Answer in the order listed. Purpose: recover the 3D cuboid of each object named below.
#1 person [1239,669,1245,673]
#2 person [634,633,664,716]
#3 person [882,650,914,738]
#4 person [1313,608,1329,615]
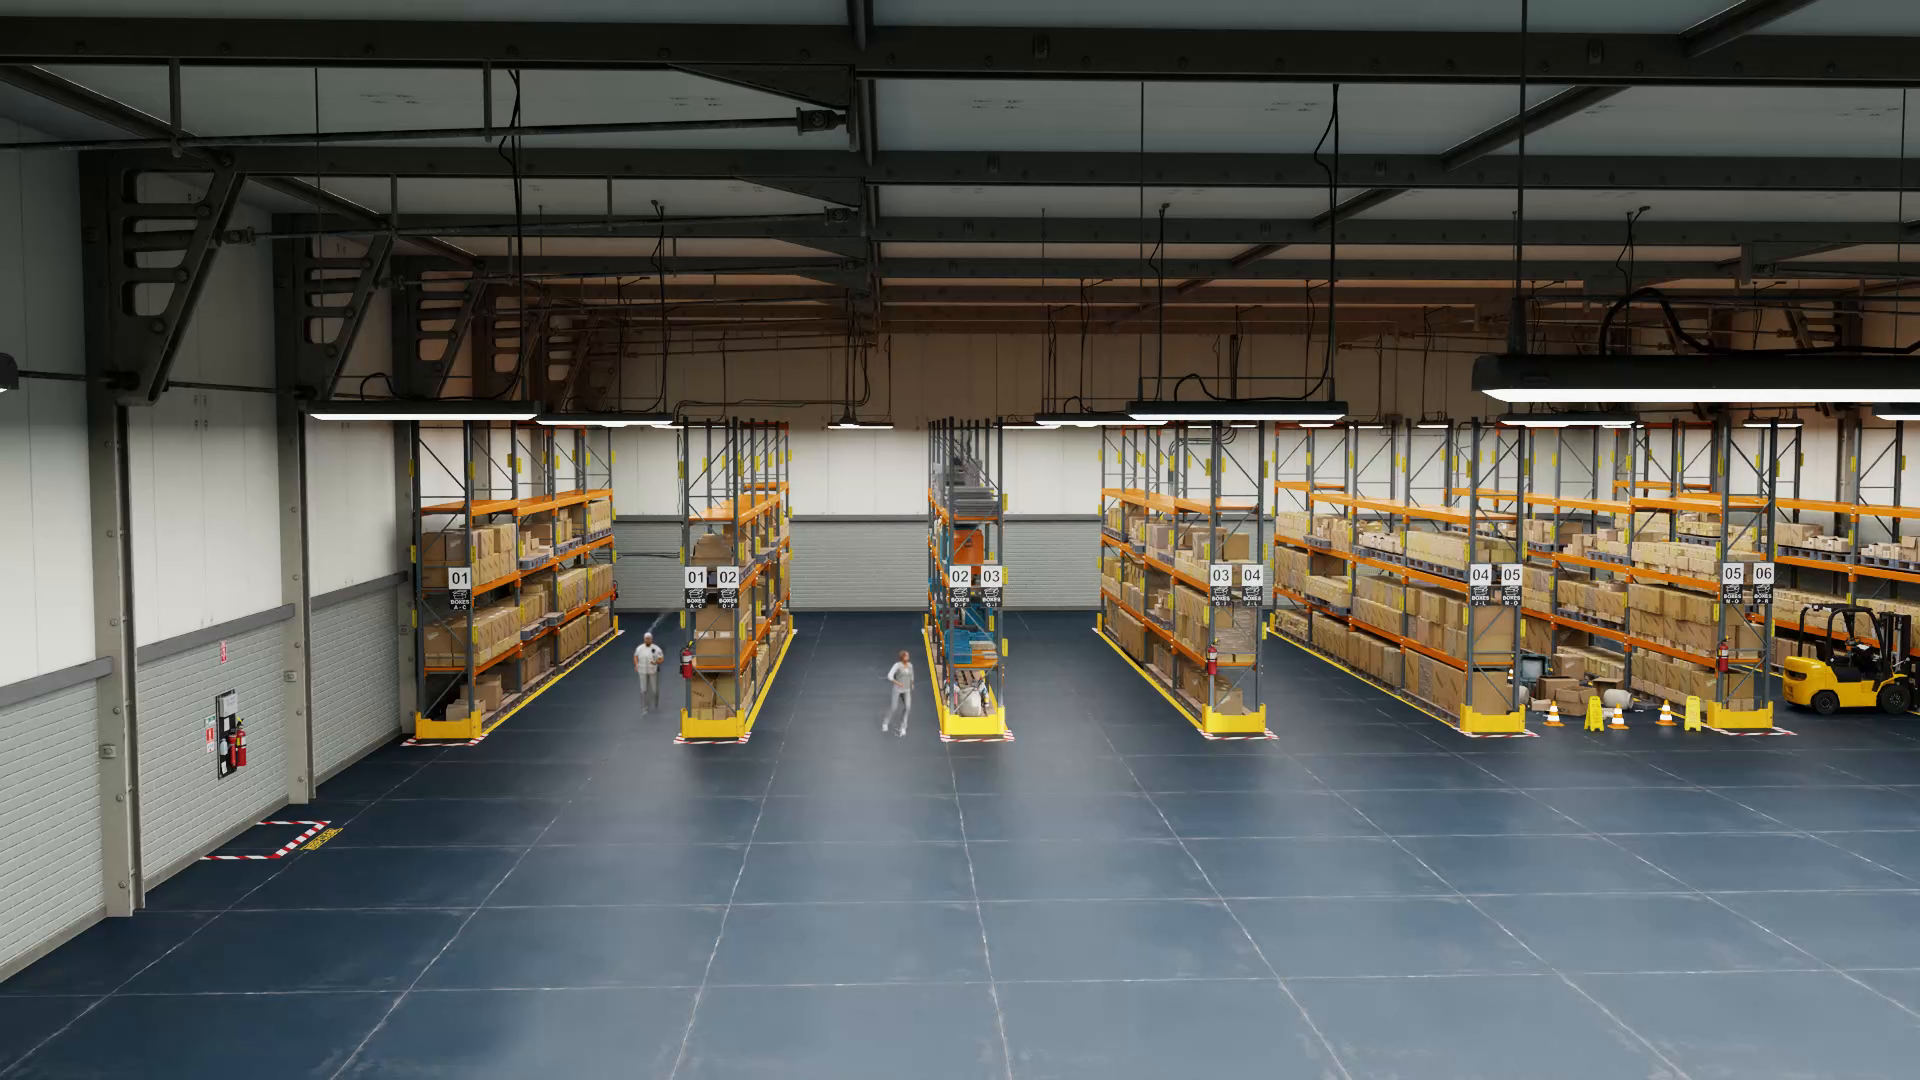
[{"bbox_3d":[6.673,2.324,39.399,0.592,1.651,0.539,0,4,0],"label":"person"},{"bbox_3d":[-6.319,2.699,33.712,0.619,1.638,0.809,0,4,-5],"label":"person"},{"bbox_3d":[-1.104,2.884,31.436,0.613,1.609,0.721,-2,4,-27],"label":"person"},{"bbox_3d":[10.550,1.636,48.919,0.834,1.818,0.719,-1,4,-12],"label":"person"}]
